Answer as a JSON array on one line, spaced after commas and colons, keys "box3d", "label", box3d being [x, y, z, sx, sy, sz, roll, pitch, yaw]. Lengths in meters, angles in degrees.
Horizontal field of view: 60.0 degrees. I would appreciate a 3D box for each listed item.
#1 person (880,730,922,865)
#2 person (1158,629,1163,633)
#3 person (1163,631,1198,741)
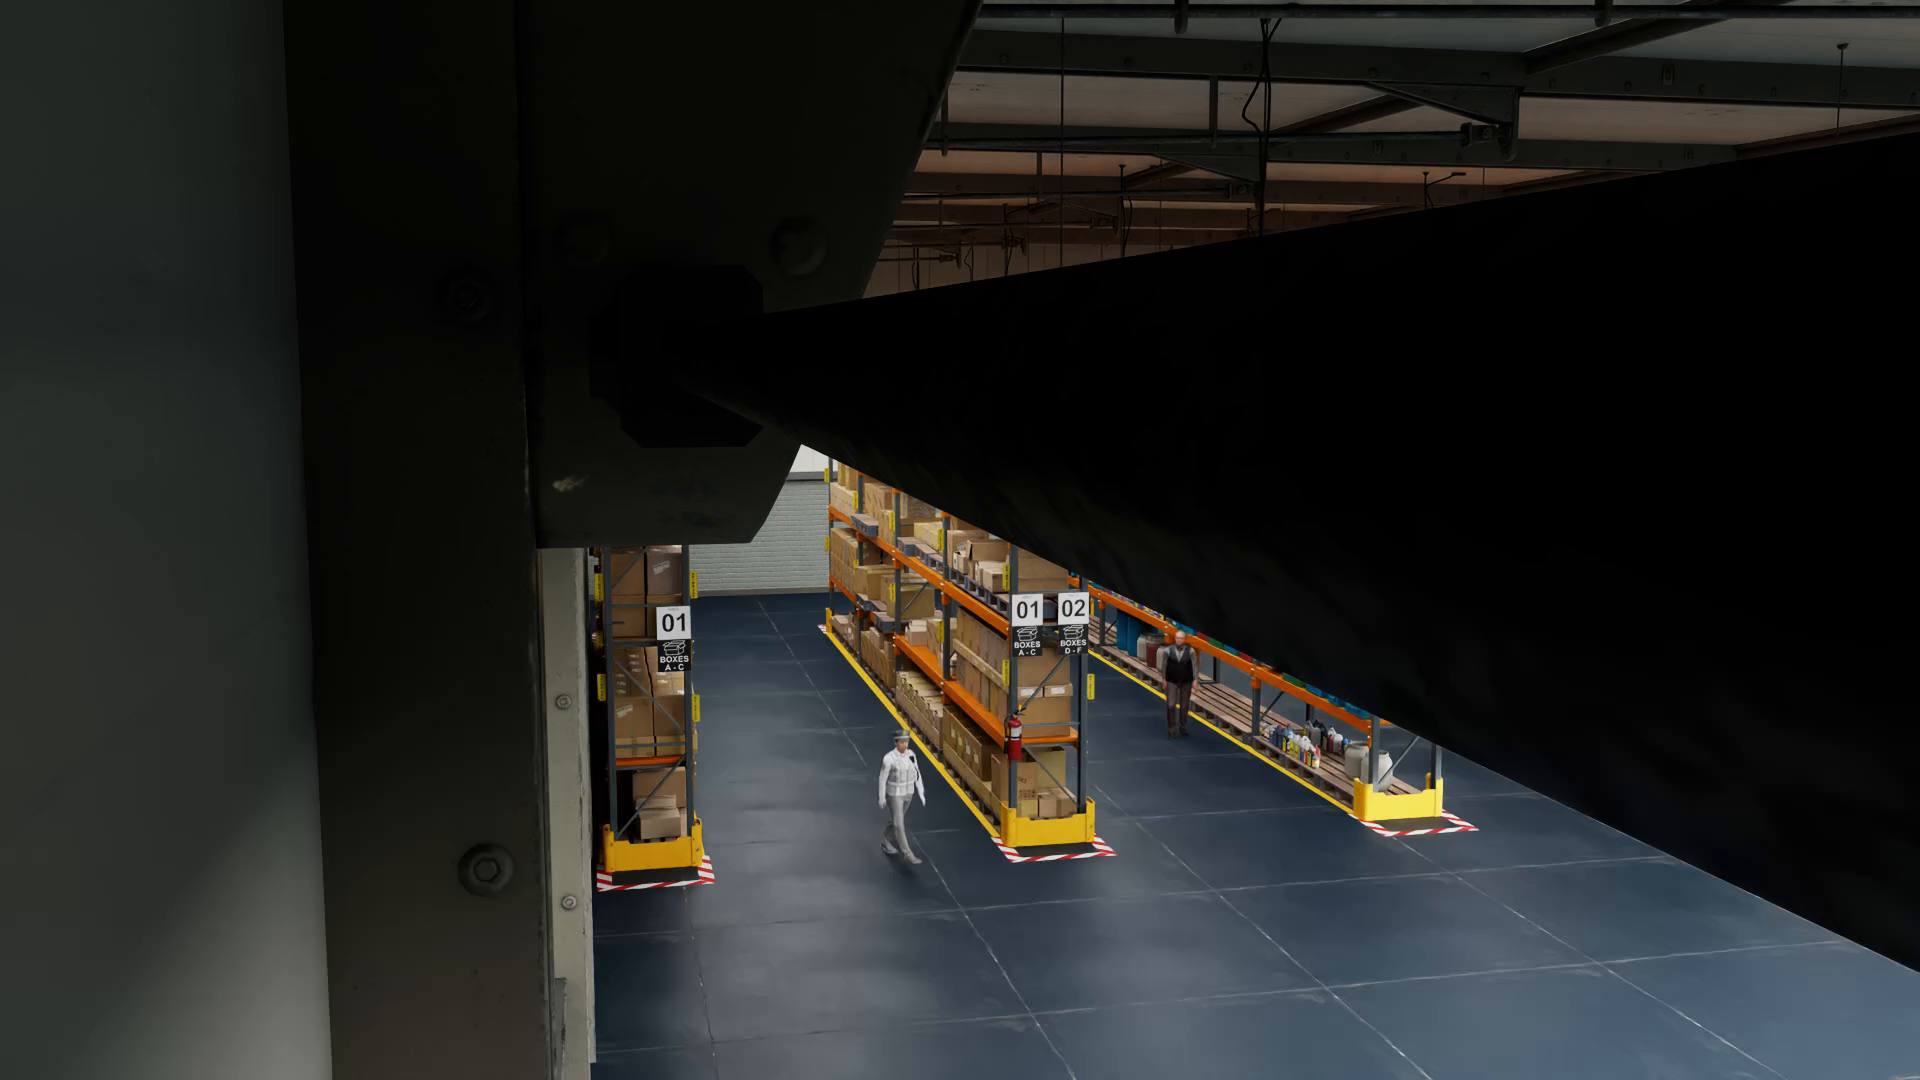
[{"box3d": [-0.699, 3.105, 20.215, 0.455, 1.624, 1.026, -6, 9, -43], "label": "person"}, {"box3d": [4.061, 1.236, 35.679, 0.592, 1.739, 0.504, -1, 7, -10], "label": "person"}, {"box3d": [3.533, 2.334, 26.687, 0.569, 1.779, 0.547, 1, 7, 8], "label": "person"}]
